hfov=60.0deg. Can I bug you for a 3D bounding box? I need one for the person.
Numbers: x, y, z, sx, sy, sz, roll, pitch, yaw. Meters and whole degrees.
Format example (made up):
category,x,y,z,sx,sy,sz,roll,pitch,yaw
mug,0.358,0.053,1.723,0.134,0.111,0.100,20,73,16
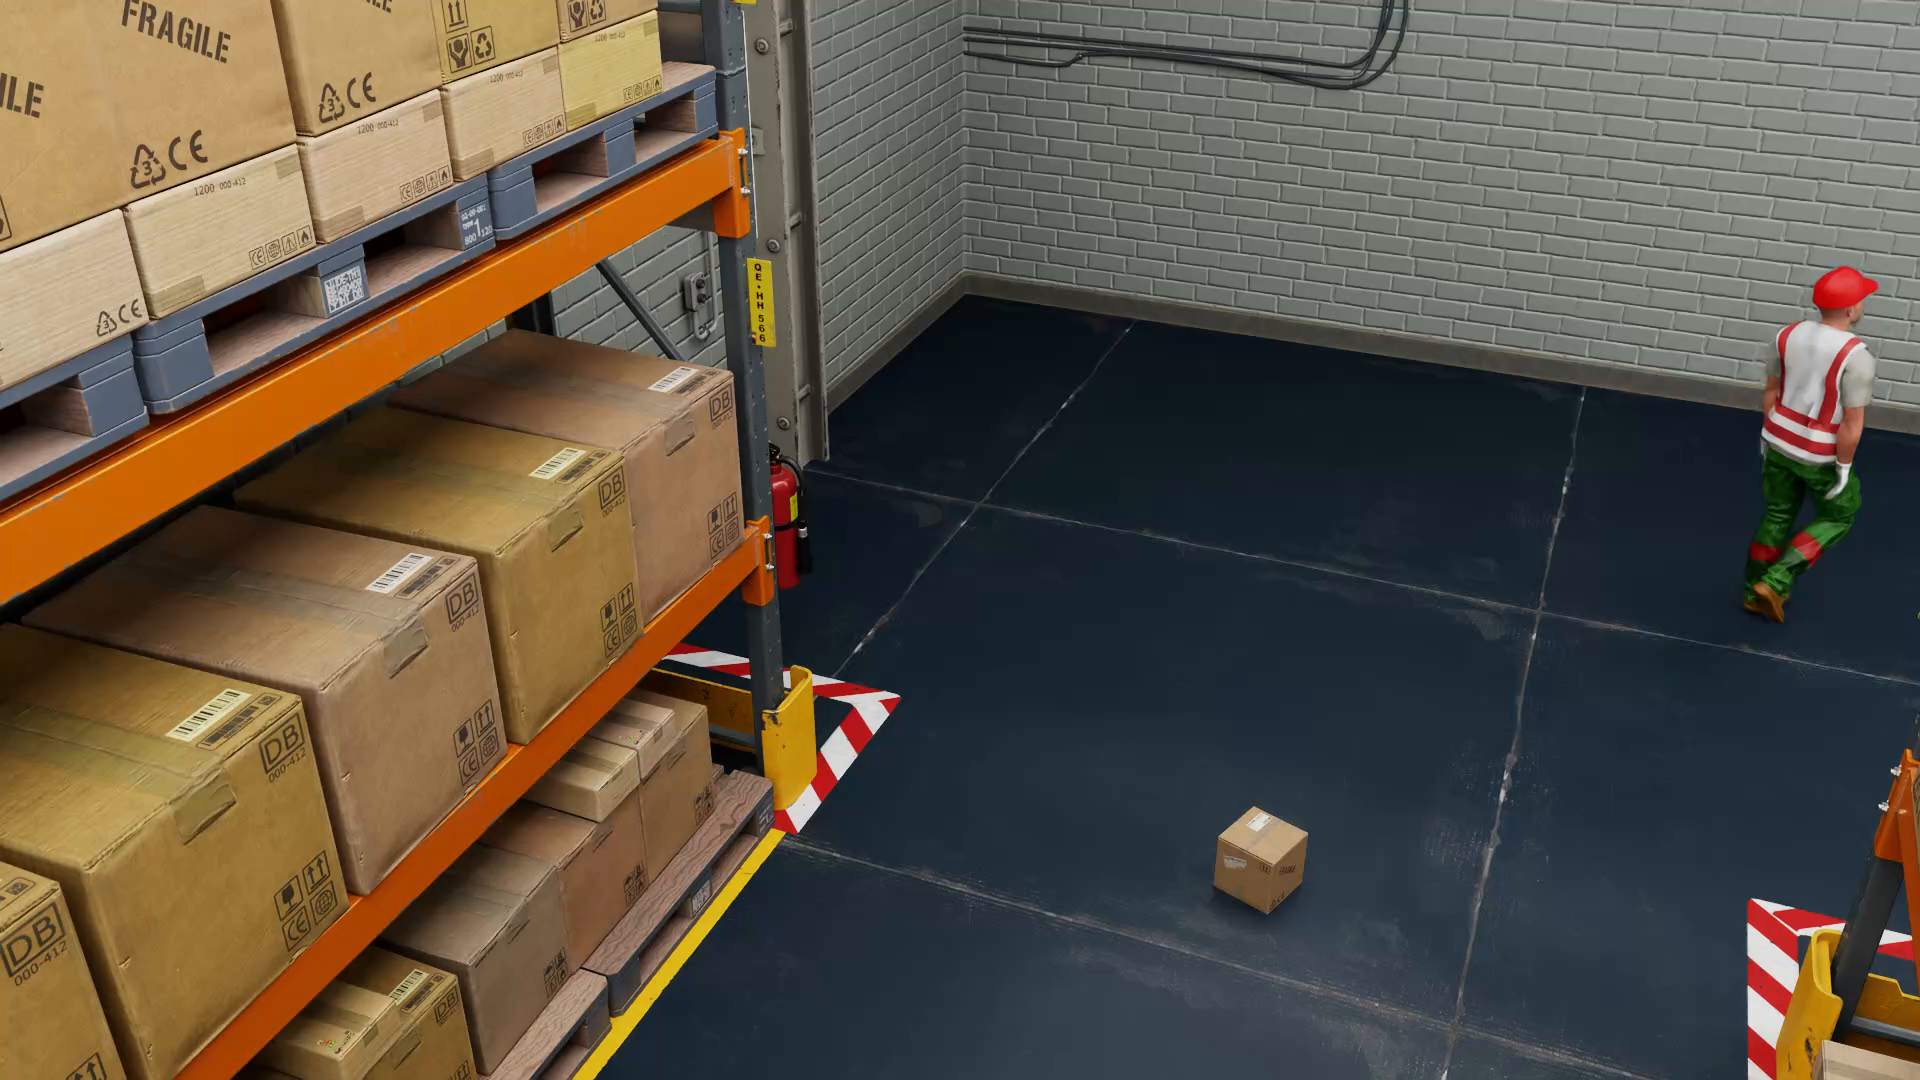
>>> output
category,x,y,z,sx,sy,sz,roll,pitch,yaw
person,3.967,-0.426,7.810,0.498,1.782,0.533,-15,33,-25
